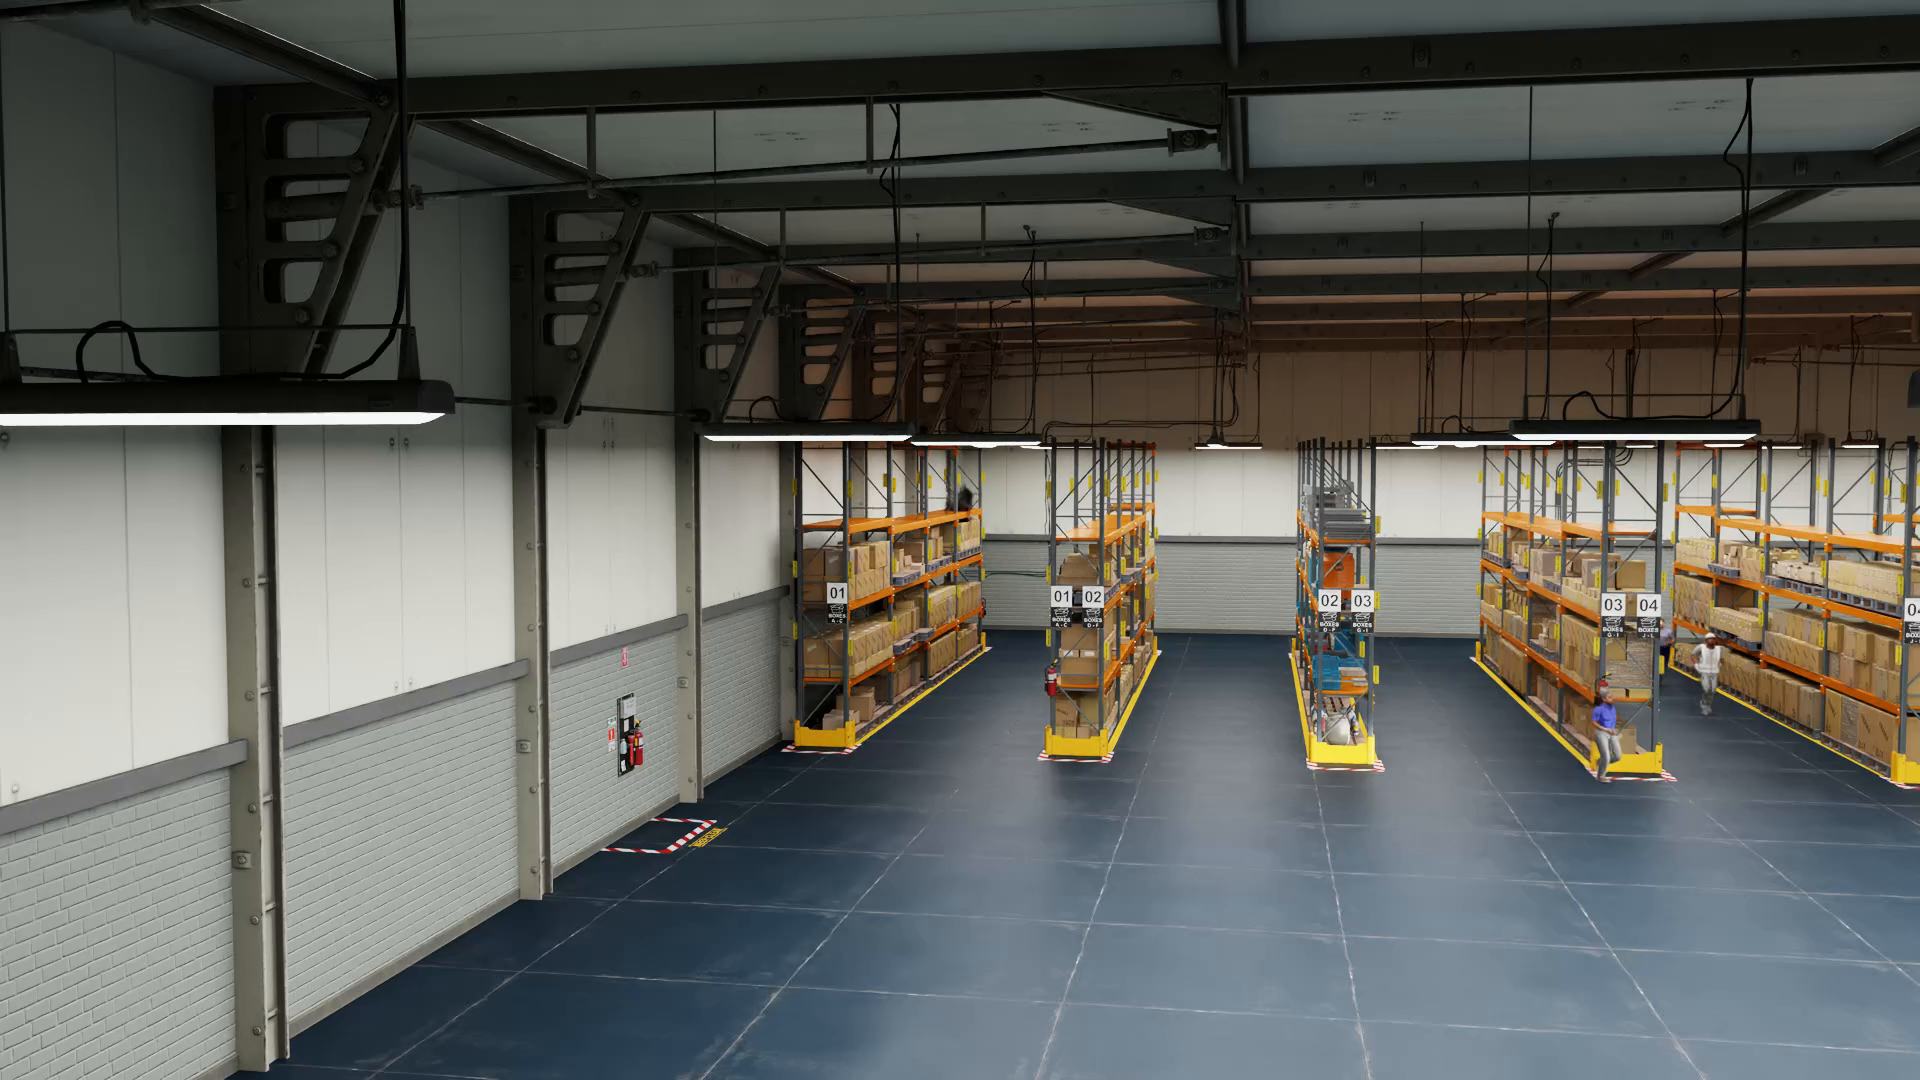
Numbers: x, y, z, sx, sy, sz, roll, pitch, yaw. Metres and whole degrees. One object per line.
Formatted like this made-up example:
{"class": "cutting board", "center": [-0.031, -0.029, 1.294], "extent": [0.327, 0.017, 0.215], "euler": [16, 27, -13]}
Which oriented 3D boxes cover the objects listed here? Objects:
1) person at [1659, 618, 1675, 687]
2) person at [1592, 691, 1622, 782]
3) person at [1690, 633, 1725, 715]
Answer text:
{"class": "person", "center": [17.237, 2.793, 40.878], "extent": [0.576, 1.574, 0.844], "euler": [1, 3, 17]}
{"class": "person", "center": [11.167, 3.396, 28.723], "extent": [0.563, 1.594, 0.574], "euler": [-1, 3, -24]}
{"class": "person", "center": [16.347, 2.936, 36.280], "extent": [0.660, 1.823, 0.629], "euler": [0, 3, 6]}
